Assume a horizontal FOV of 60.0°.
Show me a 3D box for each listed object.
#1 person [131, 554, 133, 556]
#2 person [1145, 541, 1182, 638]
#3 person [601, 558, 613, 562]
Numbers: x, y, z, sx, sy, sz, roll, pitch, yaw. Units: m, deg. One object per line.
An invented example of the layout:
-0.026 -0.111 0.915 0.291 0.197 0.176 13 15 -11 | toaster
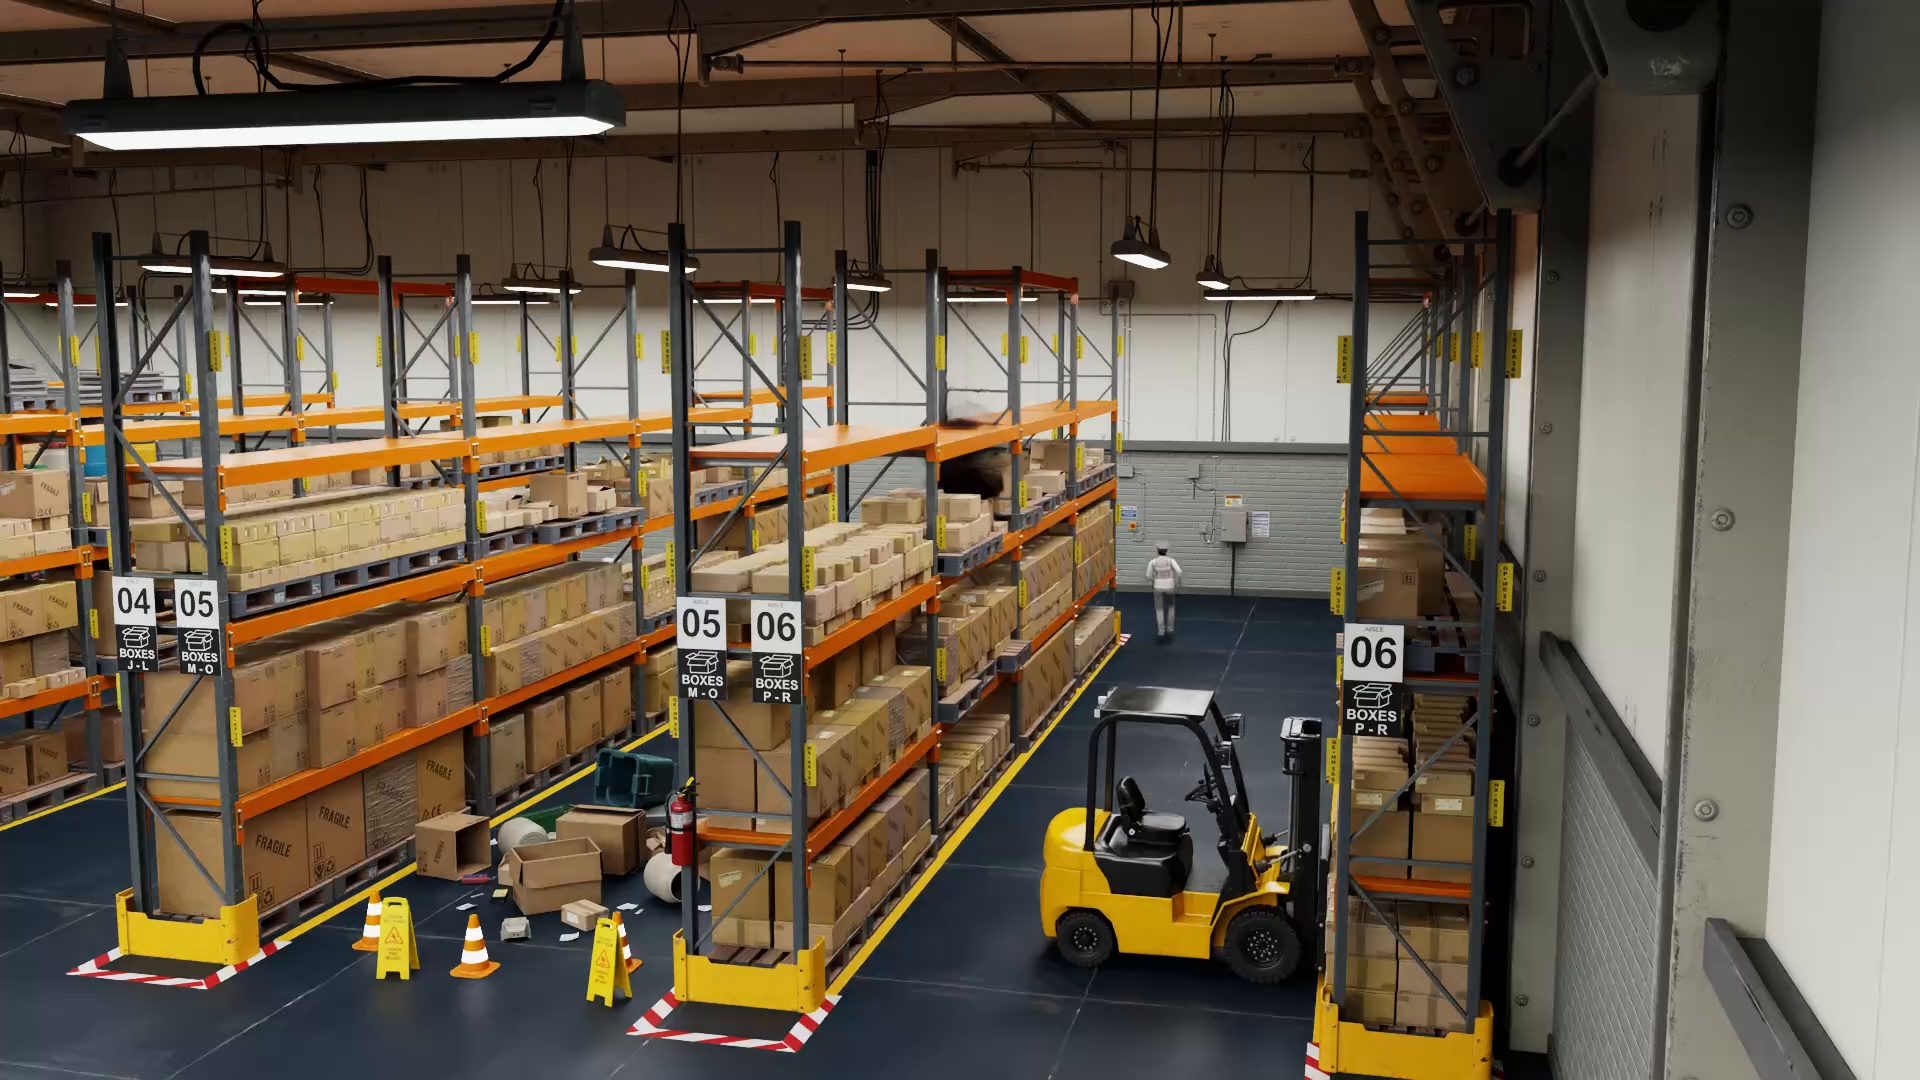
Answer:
-15.630 0.556 31.026 0.569 1.704 0.833 1 7 10 | person
3.488 0.865 28.518 0.631 1.705 0.840 1 7 7 | person
-5.414 1.150 25.571 0.660 1.764 0.955 1 7 6 | person
